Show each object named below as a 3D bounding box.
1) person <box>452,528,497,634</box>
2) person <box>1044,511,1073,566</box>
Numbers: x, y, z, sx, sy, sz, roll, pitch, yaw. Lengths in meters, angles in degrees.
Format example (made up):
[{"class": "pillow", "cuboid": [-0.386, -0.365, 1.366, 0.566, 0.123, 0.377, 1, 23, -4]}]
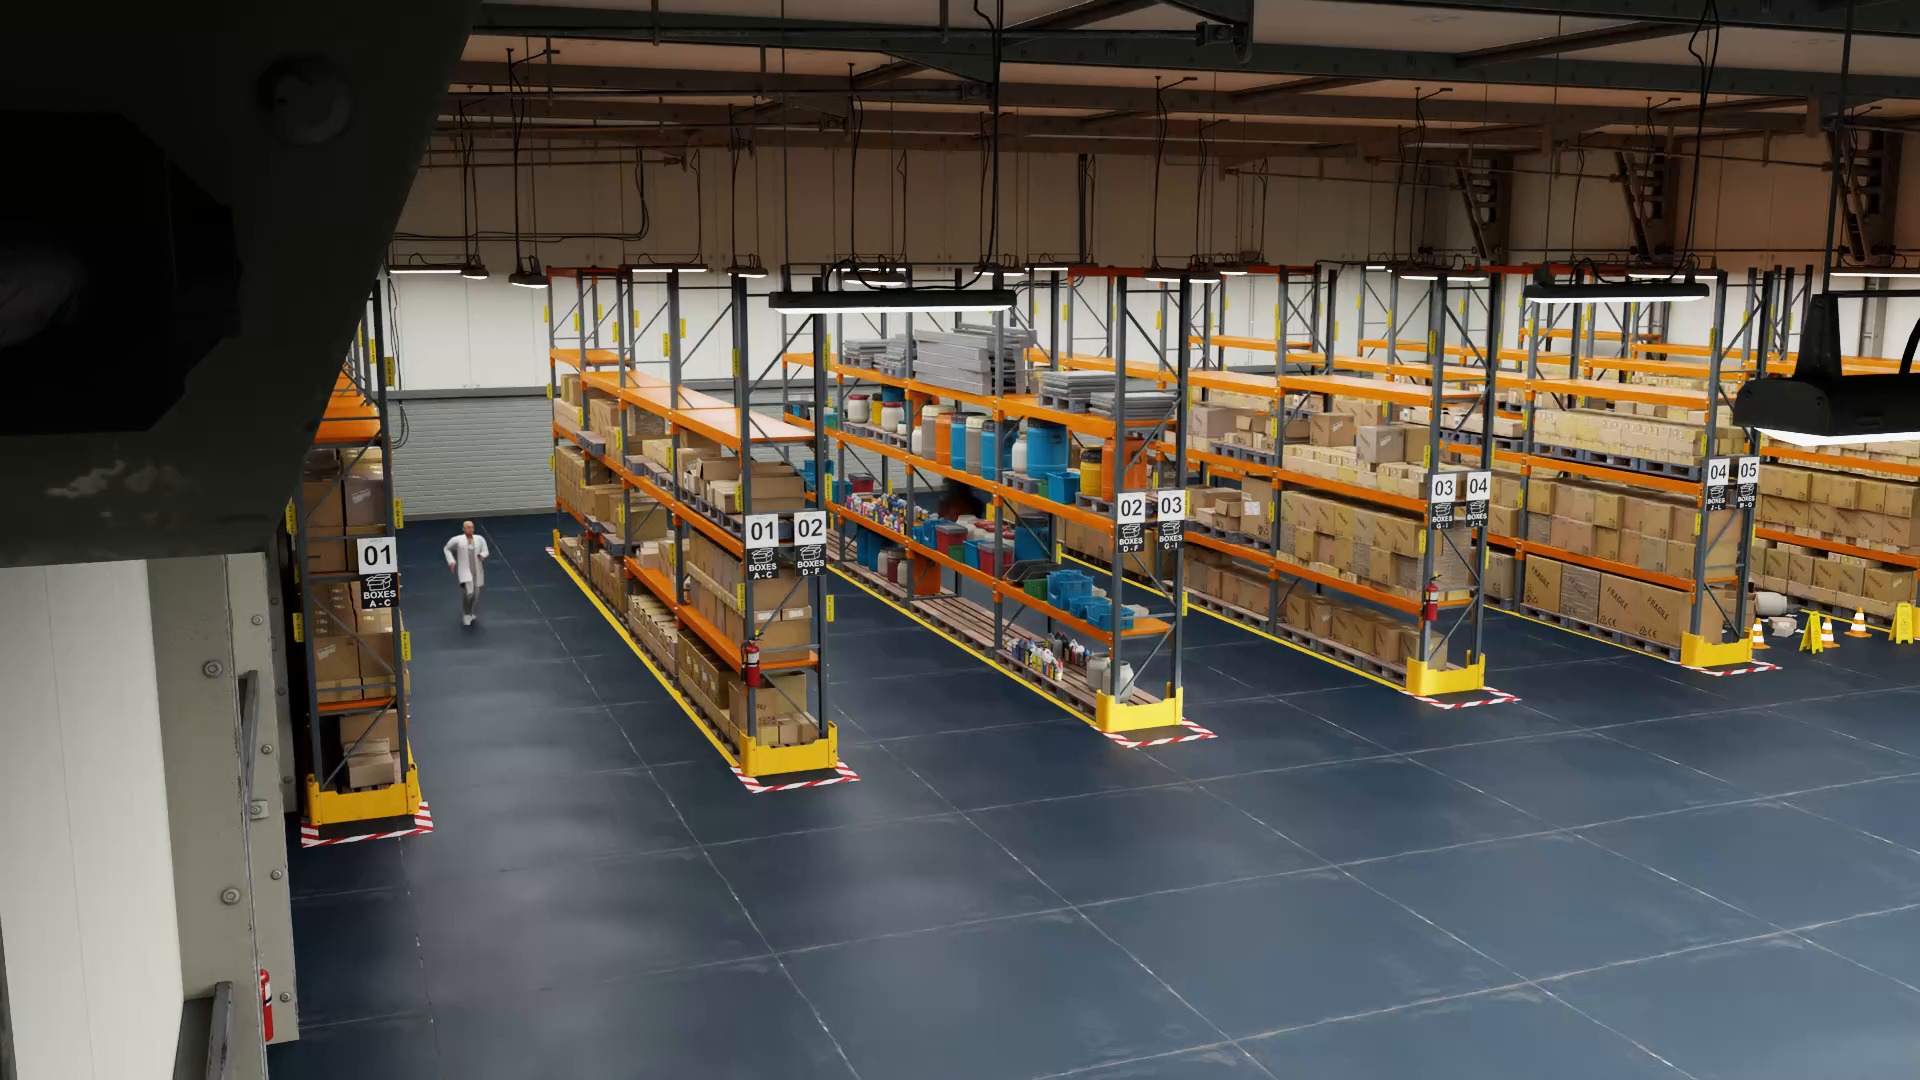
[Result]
[{"class": "person", "cuboid": [-8.091, 0.657, 27.839, 0.722, 1.746, 0.910, -6, 11, -29]}, {"class": "person", "cuboid": [1.931, -0.267, 31.960, 0.512, 1.579, 0.548, -5, 11, -25]}]
